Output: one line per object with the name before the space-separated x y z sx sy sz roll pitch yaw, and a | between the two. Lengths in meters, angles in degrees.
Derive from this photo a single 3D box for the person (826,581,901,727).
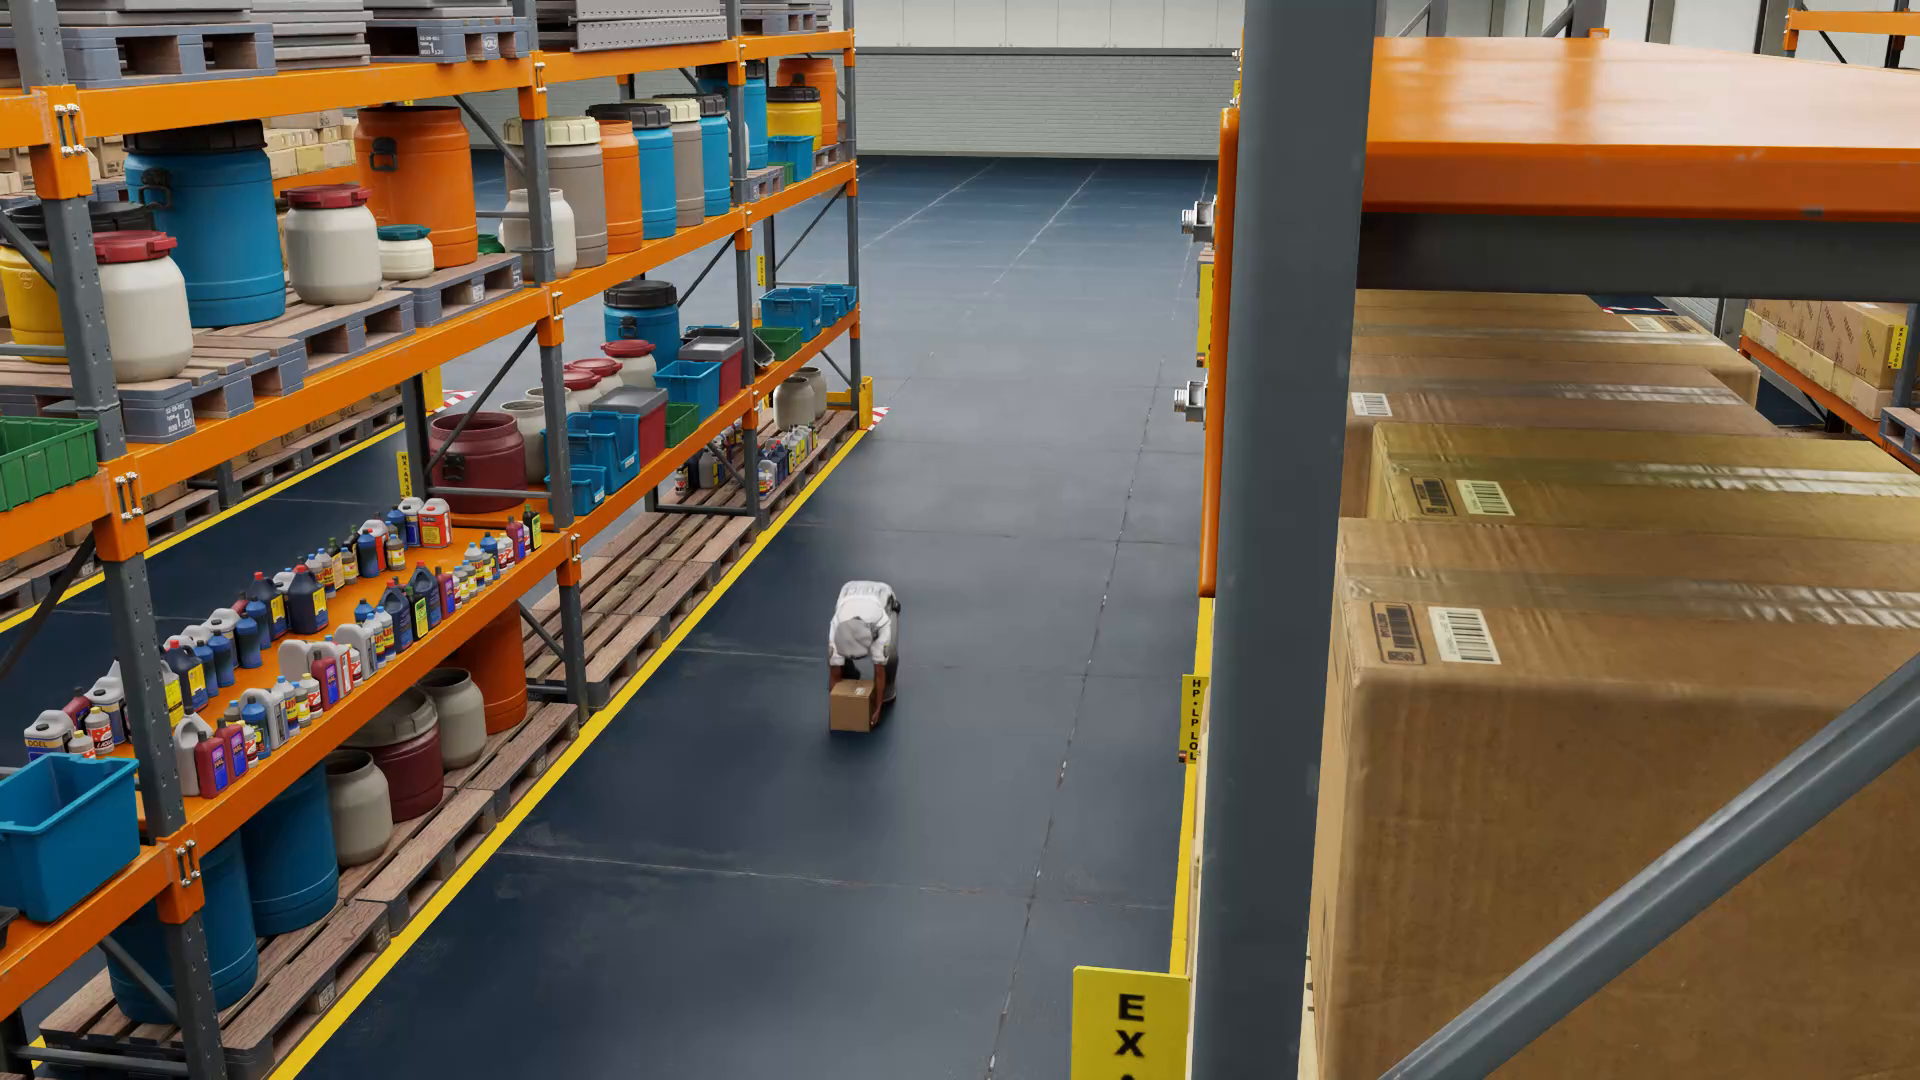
person | -0.635 0.722 10.802 0.467 0.803 0.925 2 18 7
